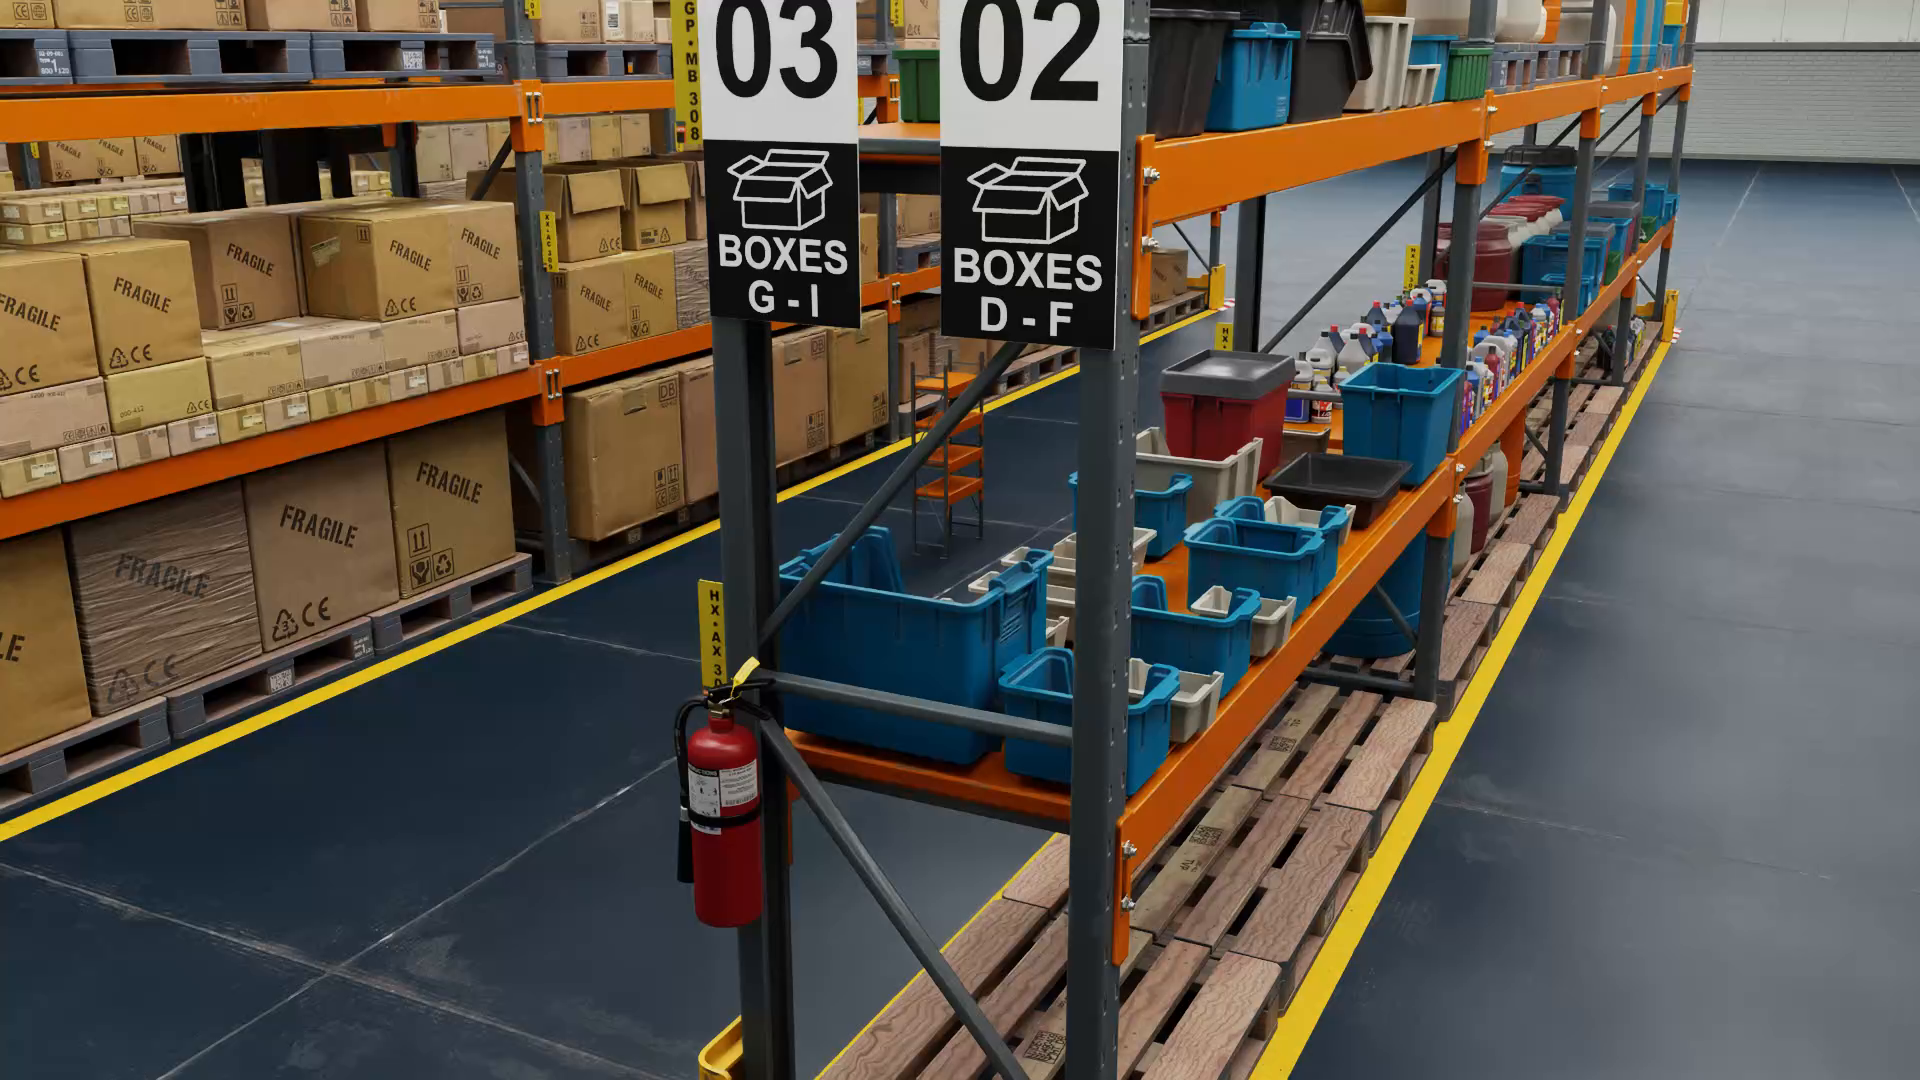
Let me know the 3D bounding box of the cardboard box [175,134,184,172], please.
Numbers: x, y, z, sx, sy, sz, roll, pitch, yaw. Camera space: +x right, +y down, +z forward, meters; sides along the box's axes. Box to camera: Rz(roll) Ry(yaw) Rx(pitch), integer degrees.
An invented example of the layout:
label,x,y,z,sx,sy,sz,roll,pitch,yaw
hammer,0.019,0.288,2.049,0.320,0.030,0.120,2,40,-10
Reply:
label,x,y,z,sx,sy,sz,roll,pitch,yaw
cardboard box,-8.723,-4.399,18.629,0.500,0.500,0.500,7,18,23

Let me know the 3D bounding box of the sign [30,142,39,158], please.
label,x,y,z,sx,sy,sz,roll,pitch,yaw
sign,-9.321,-4.011,16.726,0.100,0.325,0.005,8,18,25

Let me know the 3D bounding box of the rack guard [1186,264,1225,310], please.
label,x,y,z,sx,sy,sz,roll,pitch,yaw
rack guard,2.587,-3.085,20.032,1.175,0.500,0.348,8,18,25

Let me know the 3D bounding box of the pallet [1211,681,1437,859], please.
label,x,y,z,sx,sy,sz,roll,pitch,yaw
pallet,1.396,0.913,7.078,1.003,0.211,1.213,8,18,25

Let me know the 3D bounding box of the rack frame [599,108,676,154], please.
label,x,y,z,sx,sy,sz,roll,pitch,yaw
rack frame,-3.558,-3.940,18.522,1.000,3.000,0.127,8,18,25

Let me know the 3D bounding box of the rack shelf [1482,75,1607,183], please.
label,x,y,z,sx,sy,sz,roll,pitch,yaw
rack shelf,2.584,-2.218,8.719,1.077,0.370,4.000,8,18,25

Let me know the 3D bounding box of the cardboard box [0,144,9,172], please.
label,x,y,z,sx,sy,sz,roll,pitch,yaw
cardboard box,-9.816,-3.888,16.413,0.500,0.500,0.500,8,18,24

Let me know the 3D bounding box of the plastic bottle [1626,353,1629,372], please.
label,x,y,z,sx,sy,sz,roll,pitch,yaw
plastic bottle,5.890,-1.600,14.785,0.097,0.201,0.097,0,17,0

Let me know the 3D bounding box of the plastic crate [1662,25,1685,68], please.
label,x,y,z,sx,sy,sz,roll,pitch,yaw
plastic crate,6.470,-4.578,15.430,0.392,0.384,0.575,8,18,25

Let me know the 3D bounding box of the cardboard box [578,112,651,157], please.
label,x,y,z,sx,sy,sz,roll,pitch,yaw
cardboard box,-3.775,-4.340,17.937,0.700,0.500,0.500,8,18,24

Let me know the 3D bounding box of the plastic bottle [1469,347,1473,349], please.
label,x,y,z,sx,sy,sz,roll,pitch,yaw
plastic bottle,2.635,-0.896,8.621,0.097,0.201,0.097,0,17,0

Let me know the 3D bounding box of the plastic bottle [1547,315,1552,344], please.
label,x,y,z,sx,sy,sz,roll,pitch,yaw
plastic bottle,3.464,-1.271,9.885,0.097,0.201,0.097,0,17,0

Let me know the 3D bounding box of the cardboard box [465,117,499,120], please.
label,x,y,z,sx,sy,sz,roll,pitch,yaw
cardboard box,-6.646,-5.804,22.343,0.700,0.500,0.500,8,18,25

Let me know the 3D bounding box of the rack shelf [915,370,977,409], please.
label,x,y,z,sx,sy,sz,roll,pitch,yaw
rack shelf,-0.074,-0.910,10.100,0.258,0.148,0.480,8,18,25

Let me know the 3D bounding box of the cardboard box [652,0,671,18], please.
label,x,y,z,sx,sy,sz,roll,pitch,yaw
cardboard box,-1.847,-3.430,10.618,0.797,0.503,0.637,8,18,25

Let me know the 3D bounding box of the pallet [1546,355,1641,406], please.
label,x,y,z,sx,sy,sz,roll,pitch,yaw
pallet,5.602,-1.482,15.144,1.003,0.211,1.213,8,18,25

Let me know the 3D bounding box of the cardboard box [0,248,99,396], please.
label,x,y,z,sx,sy,sz,roll,pitch,yaw
cardboard box,-3.849,-0.872,6.617,0.500,0.500,0.500,8,18,24

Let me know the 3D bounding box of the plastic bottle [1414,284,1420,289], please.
label,x,y,z,sx,sy,sz,roll,pitch,yaw
plastic bottle,2.807,-1.431,10.280,0.061,0.283,0.133,8,18,25

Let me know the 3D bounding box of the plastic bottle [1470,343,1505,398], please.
label,x,y,z,sx,sy,sz,roll,pitch,yaw
plastic bottle,2.652,-0.861,8.374,0.152,0.276,0.135,8,18,25

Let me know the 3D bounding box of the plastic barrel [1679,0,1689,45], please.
label,x,y,z,sx,sy,sz,roll,pitch,yaw
plastic barrel,6.949,-5.377,16.600,0.600,0.830,0.708,8,18,25

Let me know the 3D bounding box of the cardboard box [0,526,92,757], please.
label,x,y,z,sx,sy,sz,roll,pitch,yaw
cardboard box,-4.314,0.417,6.846,0.875,0.875,0.875,8,18,25

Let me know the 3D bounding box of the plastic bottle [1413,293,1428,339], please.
label,x,y,z,sx,sy,sz,roll,pitch,yaw
plastic bottle,2.766,-1.352,10.034,0.097,0.271,0.097,0,17,0

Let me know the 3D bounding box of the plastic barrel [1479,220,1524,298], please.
label,x,y,z,sx,sy,sz,roll,pitch,yaw
plastic barrel,3.746,-1.977,11.717,0.421,0.512,0.421,0,17,0

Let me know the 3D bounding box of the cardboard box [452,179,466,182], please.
label,x,y,z,sx,sy,sz,roll,pitch,yaw
cardboard box,-4.679,-3.179,15.784,0.500,0.500,0.500,8,18,25

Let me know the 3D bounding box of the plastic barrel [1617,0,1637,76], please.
label,x,y,z,sx,sy,sz,roll,pitch,yaw
plastic barrel,4.331,-3.626,11.443,0.600,0.830,0.708,8,18,25

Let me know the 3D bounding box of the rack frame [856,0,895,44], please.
label,x,y,z,sx,sy,sz,roll,pitch,yaw
rack frame,-0.953,-5.140,12.026,1.000,3.000,0.127,8,18,25

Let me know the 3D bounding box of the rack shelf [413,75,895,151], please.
label,x,y,z,sx,sy,sz,roll,pitch,yaw
rack shelf,-1.847,-2.848,10.841,1.077,0.370,4.000,8,18,25

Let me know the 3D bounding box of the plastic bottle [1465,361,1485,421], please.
label,x,y,z,sx,sy,sz,roll,pitch,yaw
plastic bottle,2.401,-0.719,7.894,0.152,0.276,0.135,8,18,25

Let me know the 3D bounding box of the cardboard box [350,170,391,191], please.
label,x,y,z,sx,sy,sz,roll,pitch,yaw
cardboard box,-5.154,-3.104,14.366,0.380,0.149,0.250,7,18,23

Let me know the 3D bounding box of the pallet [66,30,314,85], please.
label,x,y,z,sx,sy,sz,roll,pitch,yaw
pallet,-3.662,-2.124,7.296,1.003,0.211,1.213,8,18,25

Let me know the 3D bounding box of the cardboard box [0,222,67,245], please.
label,x,y,z,sx,sy,sz,roll,pitch,yaw
cardboard box,-6.545,-2.168,11.736,0.380,0.149,0.250,8,19,26

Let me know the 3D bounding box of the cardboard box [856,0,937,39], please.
label,x,y,z,sx,sy,sz,roll,pitch,yaw
cardboard box,-0.513,-4.077,12.661,0.500,0.500,0.500,8,18,26

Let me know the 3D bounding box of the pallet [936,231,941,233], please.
label,x,y,z,sx,sy,sz,roll,pitch,yaw
pallet,-0.106,-2.682,14.623,1.003,0.211,1.213,8,18,25

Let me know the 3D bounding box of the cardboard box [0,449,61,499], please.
label,x,y,z,sx,sy,sz,roll,pitch,yaw
cardboard box,-3.847,-0.286,6.659,0.380,0.149,0.250,8,18,24

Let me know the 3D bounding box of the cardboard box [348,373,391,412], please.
label,x,y,z,sx,sy,sz,roll,pitch,yaw
cardboard box,-3.043,-0.744,8.201,0.380,0.149,0.250,8,19,26

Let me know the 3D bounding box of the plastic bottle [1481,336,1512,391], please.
label,x,y,z,sx,sy,sz,roll,pitch,yaw
plastic bottle,2.755,-0.920,8.573,0.152,0.276,0.135,8,18,25

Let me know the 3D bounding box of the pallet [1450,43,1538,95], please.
label,x,y,z,sx,sy,sz,roll,pitch,yaw
pallet,1.953,-2.175,7.642,1.213,0.211,1.003,8,18,25

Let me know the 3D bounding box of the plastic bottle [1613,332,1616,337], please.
label,x,y,z,sx,sy,sz,roll,pitch,yaw
plastic bottle,5.954,-1.761,15.206,0.097,0.271,0.097,0,17,0

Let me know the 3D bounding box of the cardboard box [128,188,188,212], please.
label,x,y,z,sx,sy,sz,roll,pitch,yaw
cardboard box,-6.082,-2.576,12.587,0.380,0.149,0.250,8,18,25

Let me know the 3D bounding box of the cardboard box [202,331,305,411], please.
label,x,y,z,sx,sy,sz,roll,pitch,yaw
cardboard box,-3.390,-0.780,7.622,0.500,0.250,0.500,8,18,24

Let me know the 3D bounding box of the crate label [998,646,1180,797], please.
label,x,y,z,sx,sy,sz,roll,pitch,yaw
crate label,0.308,0.434,3.984,0.416,0.233,0.303,8,18,25

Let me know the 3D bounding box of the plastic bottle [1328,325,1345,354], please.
label,x,y,z,sx,sy,sz,roll,pitch,yaw
plastic bottle,1.891,-0.915,8.422,0.144,0.351,0.185,8,18,25

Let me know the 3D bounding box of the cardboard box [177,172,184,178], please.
label,x,y,z,sx,sy,sz,roll,pitch,yaw
cardboard box,-8.742,-4.071,18.666,0.380,0.149,0.250,9,19,27

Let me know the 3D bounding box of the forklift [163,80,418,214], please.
label,x,y,z,sx,sy,sz,roll,pitch,yaw
forklift,-4.373,-1.807,11.459,1.130,2.935,3.031,8,18,25

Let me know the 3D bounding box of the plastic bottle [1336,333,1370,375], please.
label,x,y,z,sx,sy,sz,roll,pitch,yaw
plastic bottle,1.937,-0.849,8.202,0.144,0.351,0.185,8,18,25

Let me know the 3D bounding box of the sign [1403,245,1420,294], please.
label,x,y,z,sx,sy,sz,roll,pitch,yaw
sign,2.982,-1.781,10.965,0.100,0.325,0.005,8,18,25

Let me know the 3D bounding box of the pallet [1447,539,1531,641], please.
label,x,y,z,sx,sy,sz,roll,pitch,yaw
pallet,2.616,0.218,9.420,1.003,0.211,1.213,8,18,25

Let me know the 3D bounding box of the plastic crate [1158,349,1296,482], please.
label,x,y,z,sx,sy,sz,roll,pitch,yaw
plastic crate,1.067,-0.479,6.653,0.402,0.464,0.583,8,18,25

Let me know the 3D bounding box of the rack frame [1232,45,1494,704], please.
label,x,y,z,sx,sy,sz,roll,pitch,yaw
rack frame,1.690,-0.616,7.328,1.000,3.000,0.127,8,18,25

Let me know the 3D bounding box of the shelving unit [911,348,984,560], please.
label,x,y,z,sx,sy,sz,roll,pitch,yaw
shelving unit,-0.074,-0.533,10.212,0.258,1.200,0.503,8,18,25

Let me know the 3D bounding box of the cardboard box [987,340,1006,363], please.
label,x,y,z,sx,sy,sz,roll,pitch,yaw
cardboard box,0.061,-1.881,15.206,0.700,0.500,0.500,6,18,21

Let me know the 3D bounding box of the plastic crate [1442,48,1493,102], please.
label,x,y,z,sx,sy,sz,roll,pitch,yaw
plastic crate,1.771,-1.806,6.439,0.450,0.188,0.662,8,18,25

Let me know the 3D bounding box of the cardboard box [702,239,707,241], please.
label,x,y,z,sx,sy,sz,roll,pitch,yaw
cardboard box,-1.638,-1.767,11.029,0.500,0.500,0.500,8,19,26

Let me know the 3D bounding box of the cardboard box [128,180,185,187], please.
label,x,y,z,sx,sy,sz,roll,pitch,yaw
cardboard box,-6.426,-2.796,13.329,0.380,0.149,0.250,8,18,25

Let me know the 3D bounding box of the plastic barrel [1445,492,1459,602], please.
label,x,y,z,sx,sy,sz,roll,pitch,yaw
plastic barrel,2.265,-0.128,8.634,0.600,0.901,0.708,8,18,25

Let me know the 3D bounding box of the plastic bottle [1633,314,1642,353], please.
label,x,y,z,sx,sy,sz,roll,pitch,yaw
plastic bottle,6.354,-1.951,15.704,0.144,0.351,0.185,9,19,28

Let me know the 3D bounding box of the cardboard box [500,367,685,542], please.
label,x,y,z,sx,sy,sz,roll,pitch,yaw
cardboard box,-2.473,-0.594,10.250,1.225,0.875,0.875,8,18,26

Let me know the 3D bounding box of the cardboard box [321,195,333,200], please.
label,x,y,z,sx,sy,sz,roll,pitch,yaw
cardboard box,-5.392,-2.825,13.950,0.380,0.149,0.250,9,19,27

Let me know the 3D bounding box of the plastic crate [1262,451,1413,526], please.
label,x,y,z,sx,sy,sz,roll,pitch,yaw
plastic crate,1.430,-0.193,6.284,0.437,0.125,0.590,8,18,25
